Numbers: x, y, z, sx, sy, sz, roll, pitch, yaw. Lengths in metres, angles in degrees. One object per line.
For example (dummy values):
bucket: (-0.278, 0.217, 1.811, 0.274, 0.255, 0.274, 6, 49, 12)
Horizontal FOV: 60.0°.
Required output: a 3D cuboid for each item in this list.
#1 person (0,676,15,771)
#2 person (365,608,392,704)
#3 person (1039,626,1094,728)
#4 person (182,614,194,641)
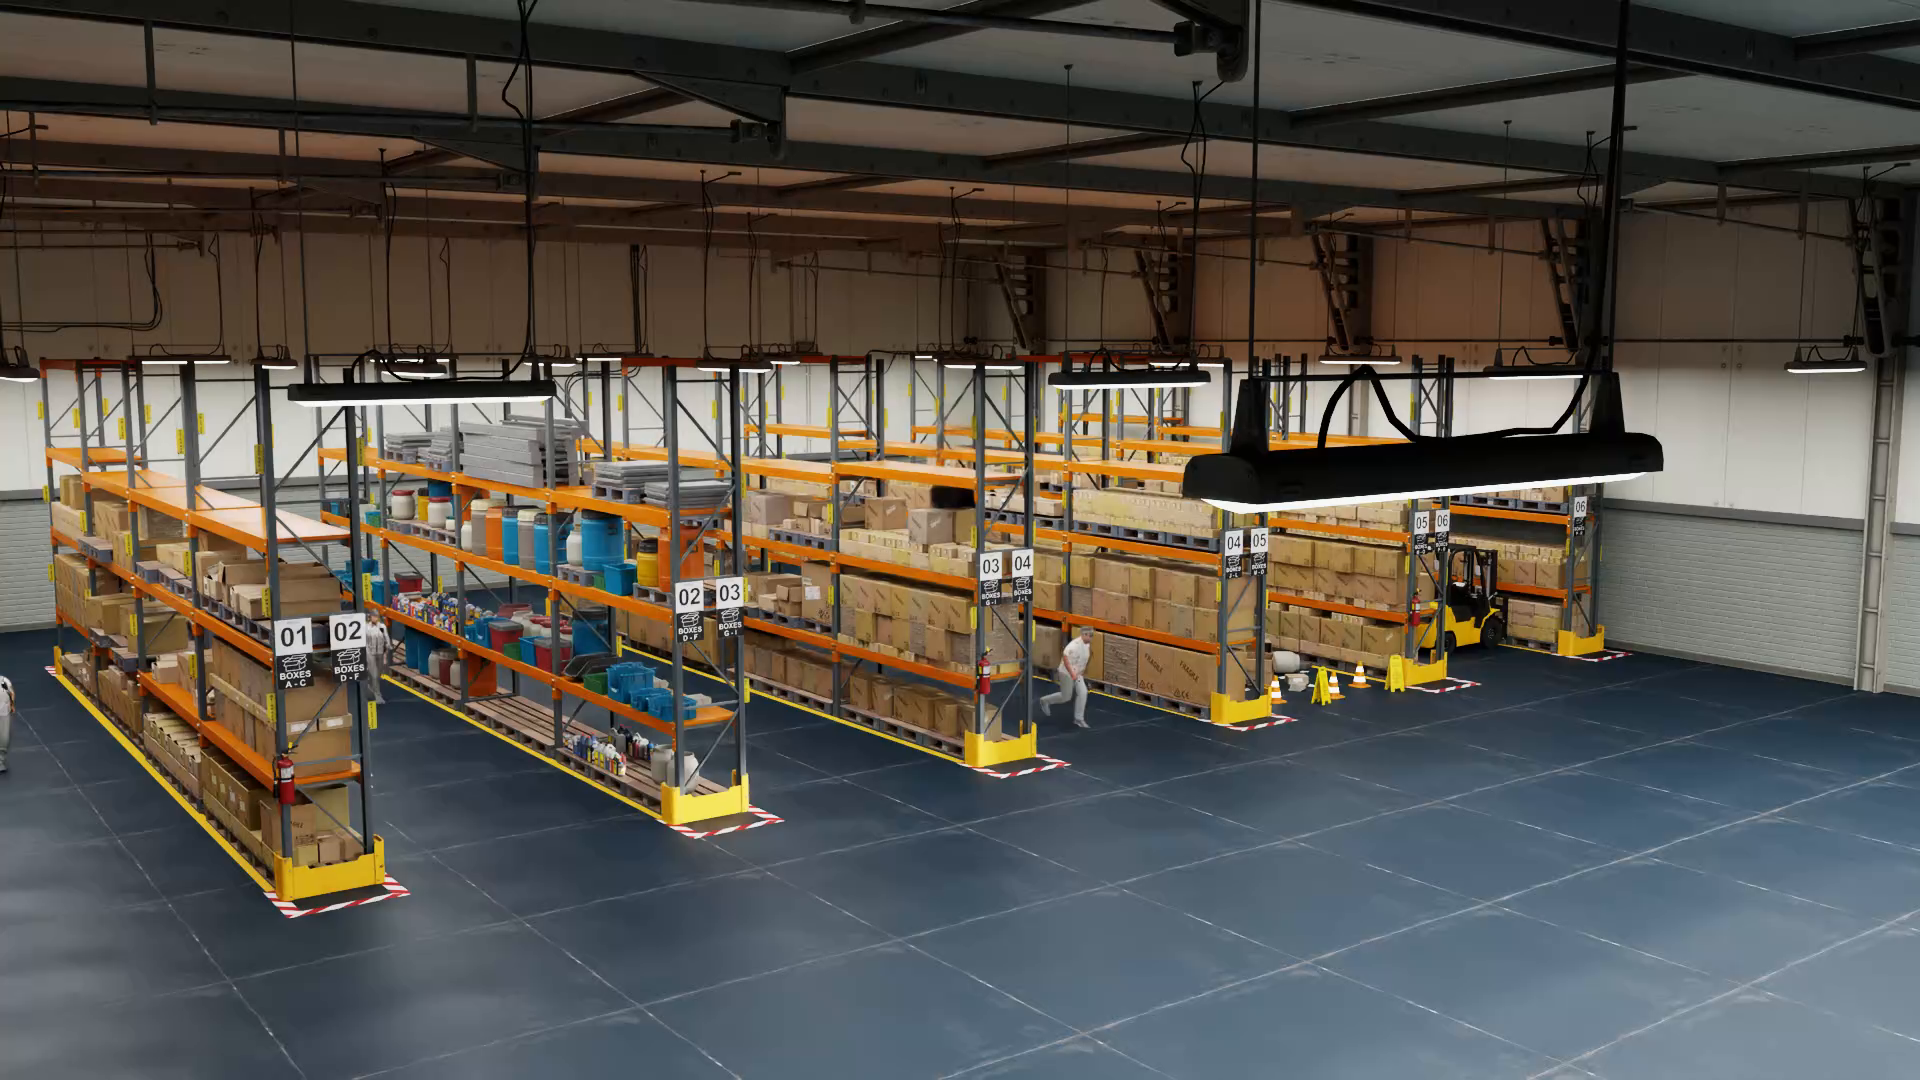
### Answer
person: (-14.255, 2.585, 24.563, 0.561, 1.622, 0.595, 7, 10, 44)
person: (-10.338, 2.008, 29.252, 0.600, 1.678, 0.843, -6, 9, -40)
person: (1.769, 2.231, 27.471, 0.968, 1.722, 0.676, 3, 8, 26)
person: (-15.195, 1.607, 32.609, 0.753, 1.719, 0.533, 5, 9, 39)
